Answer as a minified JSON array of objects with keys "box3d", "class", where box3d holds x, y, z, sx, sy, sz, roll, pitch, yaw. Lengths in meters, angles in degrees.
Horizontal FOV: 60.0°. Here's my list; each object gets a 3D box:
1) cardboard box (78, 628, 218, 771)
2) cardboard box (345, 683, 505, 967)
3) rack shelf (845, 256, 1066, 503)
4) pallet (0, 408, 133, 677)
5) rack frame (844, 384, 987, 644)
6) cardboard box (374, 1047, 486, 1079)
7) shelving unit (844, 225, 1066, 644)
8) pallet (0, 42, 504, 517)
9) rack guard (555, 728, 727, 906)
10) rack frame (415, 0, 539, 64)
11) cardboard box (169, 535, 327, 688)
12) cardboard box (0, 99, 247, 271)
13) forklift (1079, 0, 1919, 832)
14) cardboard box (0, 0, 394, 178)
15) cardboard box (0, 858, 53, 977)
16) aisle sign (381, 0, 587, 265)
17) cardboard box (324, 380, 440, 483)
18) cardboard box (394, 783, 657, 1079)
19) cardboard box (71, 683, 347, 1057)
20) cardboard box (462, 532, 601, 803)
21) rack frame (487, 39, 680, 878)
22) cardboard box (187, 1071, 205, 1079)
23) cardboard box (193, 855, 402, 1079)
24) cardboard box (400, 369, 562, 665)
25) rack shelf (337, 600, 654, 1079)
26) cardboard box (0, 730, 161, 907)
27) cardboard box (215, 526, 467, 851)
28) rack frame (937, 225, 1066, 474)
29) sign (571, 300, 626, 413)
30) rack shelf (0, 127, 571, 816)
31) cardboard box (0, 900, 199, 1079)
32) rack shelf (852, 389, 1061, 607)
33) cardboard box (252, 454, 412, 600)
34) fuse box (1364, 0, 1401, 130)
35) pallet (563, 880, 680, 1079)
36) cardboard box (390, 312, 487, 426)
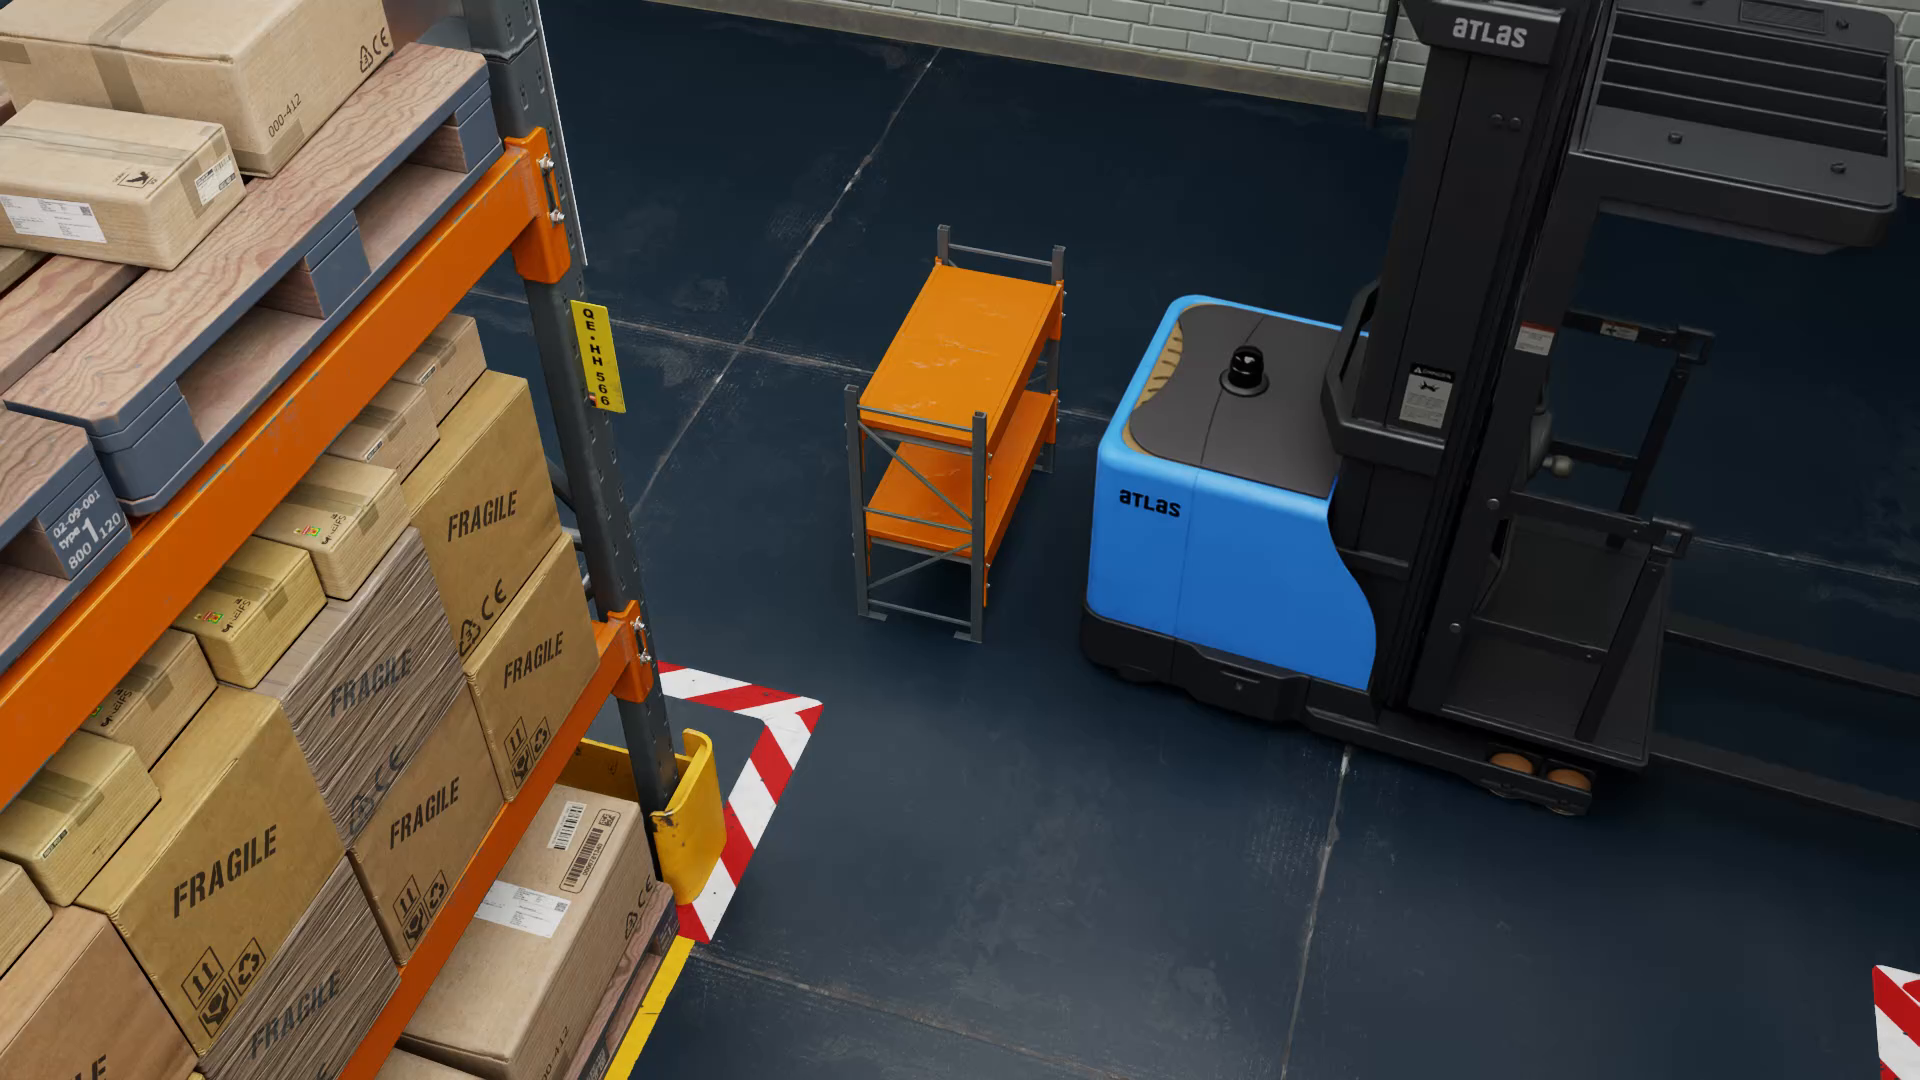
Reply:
[{"box3d":[-1.630,0.269,3.080,0.380,0.149,0.250,12,46,12],"class":"cardboard box"},{"box3d":[-1.459,0.603,3.918,0.500,0.500,0.500,12,46,12],"class":"cardboard box"},{"box3d":[0.002,-0.616,6.156,0.538,0.278,1.000,13,46,13],"class":"rack shelf"},{"box3d":[-1.981,0.202,2.318,1.003,0.211,1.213,13,46,13],"class":"pallet"},{"box3d":[-0.152,-0.068,6.015,0.500,1.125,0.032,13,46,13],"class":"rack frame"},{"box3d":[-1.772,1.768,4.330,0.875,0.438,0.875,14,46,14],"class":"cardboard box"},{"box3d":[0.002,-0.407,6.361,0.538,1.125,1.048,13,46,13],"class":"shelving unit"},{"box3d":[-1.613,-0.614,3.152,1.003,0.211,1.213,13,46,13],"class":"pallet"},{"box3d":[-1.391,0.807,5.568,1.175,0.500,0.348,13,46,13],"class":"rack guard"},{"box3d":[-1.398,-2.215,2.579,1.000,3.000,0.127,13,46,13],"class":"rack frame"},{"box3d":[-1.484,0.110,3.243,0.380,0.149,0.250,14,46,13],"class":"cardboard box"},{"box3d":[-1.500,-0.623,2.905,0.380,0.149,0.250,9,45,9],"class":"cardboard box"},{"box3d":[2.018,-0.518,5.183,3.031,2.935,1.130,15,46,15],"class":"forklift"},{"box3d":[-1.449,-0.956,3.173,0.500,0.250,0.500,9,45,9],"class":"cardboard box"},{"box3d":[-1.748,0.619,2.722,0.380,0.149,0.250,14,46,14],"class":"cardboard box"},{"box3d":[-1.081,-0.982,3.750,0.394,0.787,0.004,13,46,13],"class":"aisle sign"},{"box3d":[-1.370,-0.239,3.600,0.380,0.149,0.250,13,46,13],"class":"cardboard box"},{"box3d":[-1.503,1.156,4.955,0.875,0.438,0.875,11,45,11],"class":"cardboard box"},{"box3d":[-1.601,0.592,3.214,0.500,0.500,0.500,12,46,12],"class":"cardboard box"},{"box3d":[-1.292,0.271,4.256,0.500,0.500,0.500,13,46,13],"class":"cardboard box"},{"box3d":[-1.398,-0.070,4.677,1.000,3.000,0.127,13,46,13],"class":"rack frame"},{"box3d":[-1.749,1.295,3.211,0.500,0.500,0.500,14,46,14],"class":"cardboard box"},{"box3d":[-1.605,0.948,3.565,0.500,0.500,0.500,14,46,14],"class":"cardboard box"},{"box3d":[-1.318,-0.092,3.913,0.500,0.500,0.500,14,46,14],"class":"cardboard box"},{"box3d":[-2.004,1.520,3.567,1.077,0.370,4.000,13,46,13],"class":"rack shelf"},{"box3d":[-1.650,0.448,2.897,0.380,0.149,0.250,14,46,13],"class":"cardboard box"},{"box3d":[-1.448,0.263,3.550,0.500,0.500,0.500,13,46,13],"class":"cardboard box"},{"box3d":[0.156,-0.745,6.707,0.500,1.125,0.032,13,46,13],"class":"rack frame"},{"box3d":[-0.885,-0.445,4.063,0.100,0.325,0.005,13,46,13],"class":"sign"},{"box3d":[-2.004,0.448,2.517,1.077,0.370,4.000,13,46,13],"class":"rack shelf"},{"box3d":[-1.755,0.927,2.872,0.500,0.500,0.500,12,46,12],"class":"cardboard box"},{"box3d":[0.002,-0.232,6.532,0.538,0.278,1.000,13,46,13],"class":"rack shelf"},{"box3d":[-1.368,-0.050,3.406,0.380,0.149,0.250,12,46,12],"class":"cardboard box"},{"box3d":[2.245,-2.831,8.420,0.539,1.711,0.414,13,46,13],"class":"fuse box"},{"box3d":[-1.566,1.476,5.091,1.003,0.211,1.213,13,46,13],"class":"pallet"},{"box3d":[-1.316,-0.414,3.778,0.380,0.149,0.250,13,46,13],"class":"cardboard box"}]
